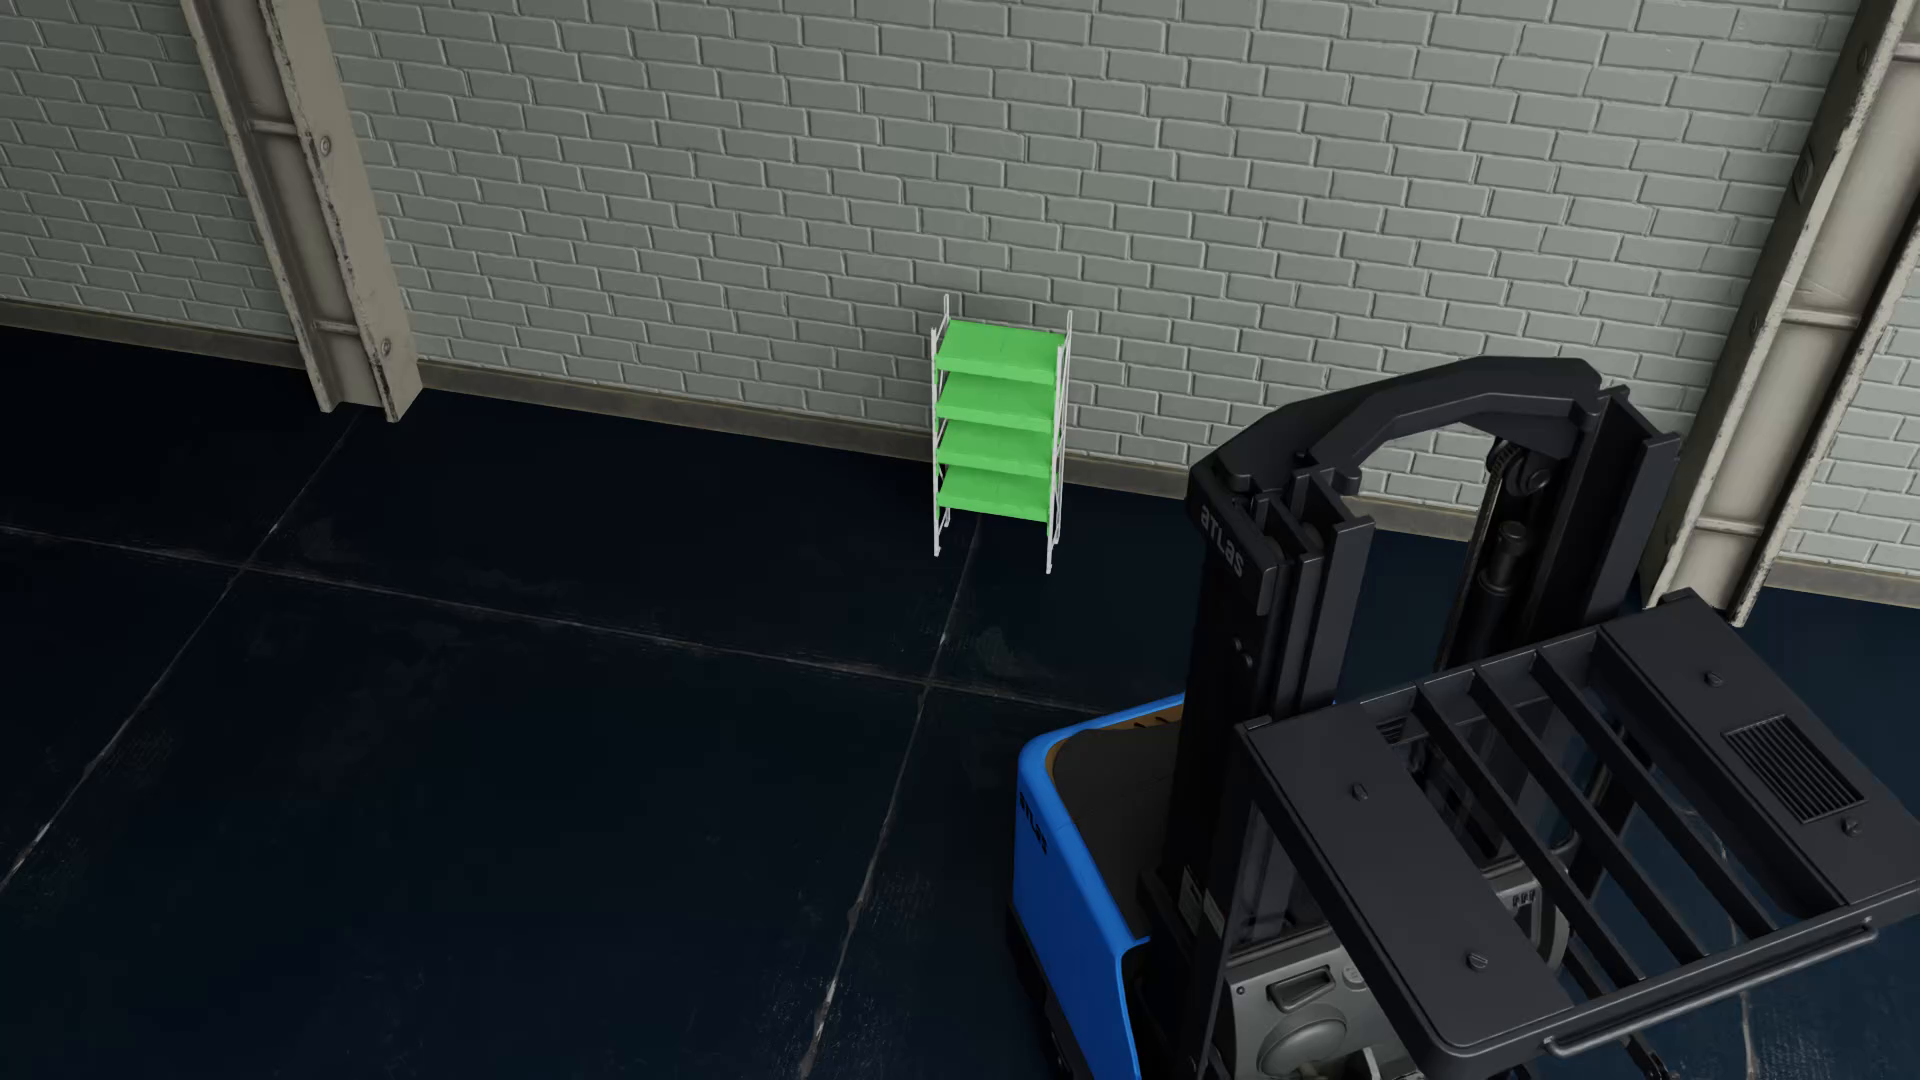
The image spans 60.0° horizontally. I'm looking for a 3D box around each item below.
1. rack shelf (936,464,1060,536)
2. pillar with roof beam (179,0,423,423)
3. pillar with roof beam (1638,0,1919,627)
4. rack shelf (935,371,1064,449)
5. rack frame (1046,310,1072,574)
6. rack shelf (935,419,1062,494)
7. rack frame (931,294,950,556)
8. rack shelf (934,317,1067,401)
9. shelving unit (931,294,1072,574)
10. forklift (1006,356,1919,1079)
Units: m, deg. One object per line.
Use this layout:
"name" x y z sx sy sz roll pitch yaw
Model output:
"rack shelf" 0.162 -0.188 6.979 0.480 0.148 0.258 9 45 9
"pillar with roof beam" -3.734 -1.011 1.772 0.400 9.000 9.100 9 45 9
"pillar with roof beam" 2.122 -0.103 0.828 0.400 9.000 9.100 9 45 9
"rack shelf" 0.162 -0.534 6.646 0.480 0.148 0.258 9 45 9
"rack frame" 0.400 -0.370 6.730 0.015 1.200 0.240 9 45 9
"rack shelf" 0.162 -0.361 6.812 0.480 0.148 0.258 9 45 9
"rack frame" -0.077 -0.444 6.806 0.015 1.200 0.240 9 45 9
"rack shelf" 0.162 -0.707 6.479 0.480 0.148 0.258 9 45 9
"shelving unit" 0.162 -0.407 6.768 0.503 1.200 0.258 9 45 9
"forklift" 1.148 1.167 3.884 1.130 2.935 3.031 -15 46 -15
